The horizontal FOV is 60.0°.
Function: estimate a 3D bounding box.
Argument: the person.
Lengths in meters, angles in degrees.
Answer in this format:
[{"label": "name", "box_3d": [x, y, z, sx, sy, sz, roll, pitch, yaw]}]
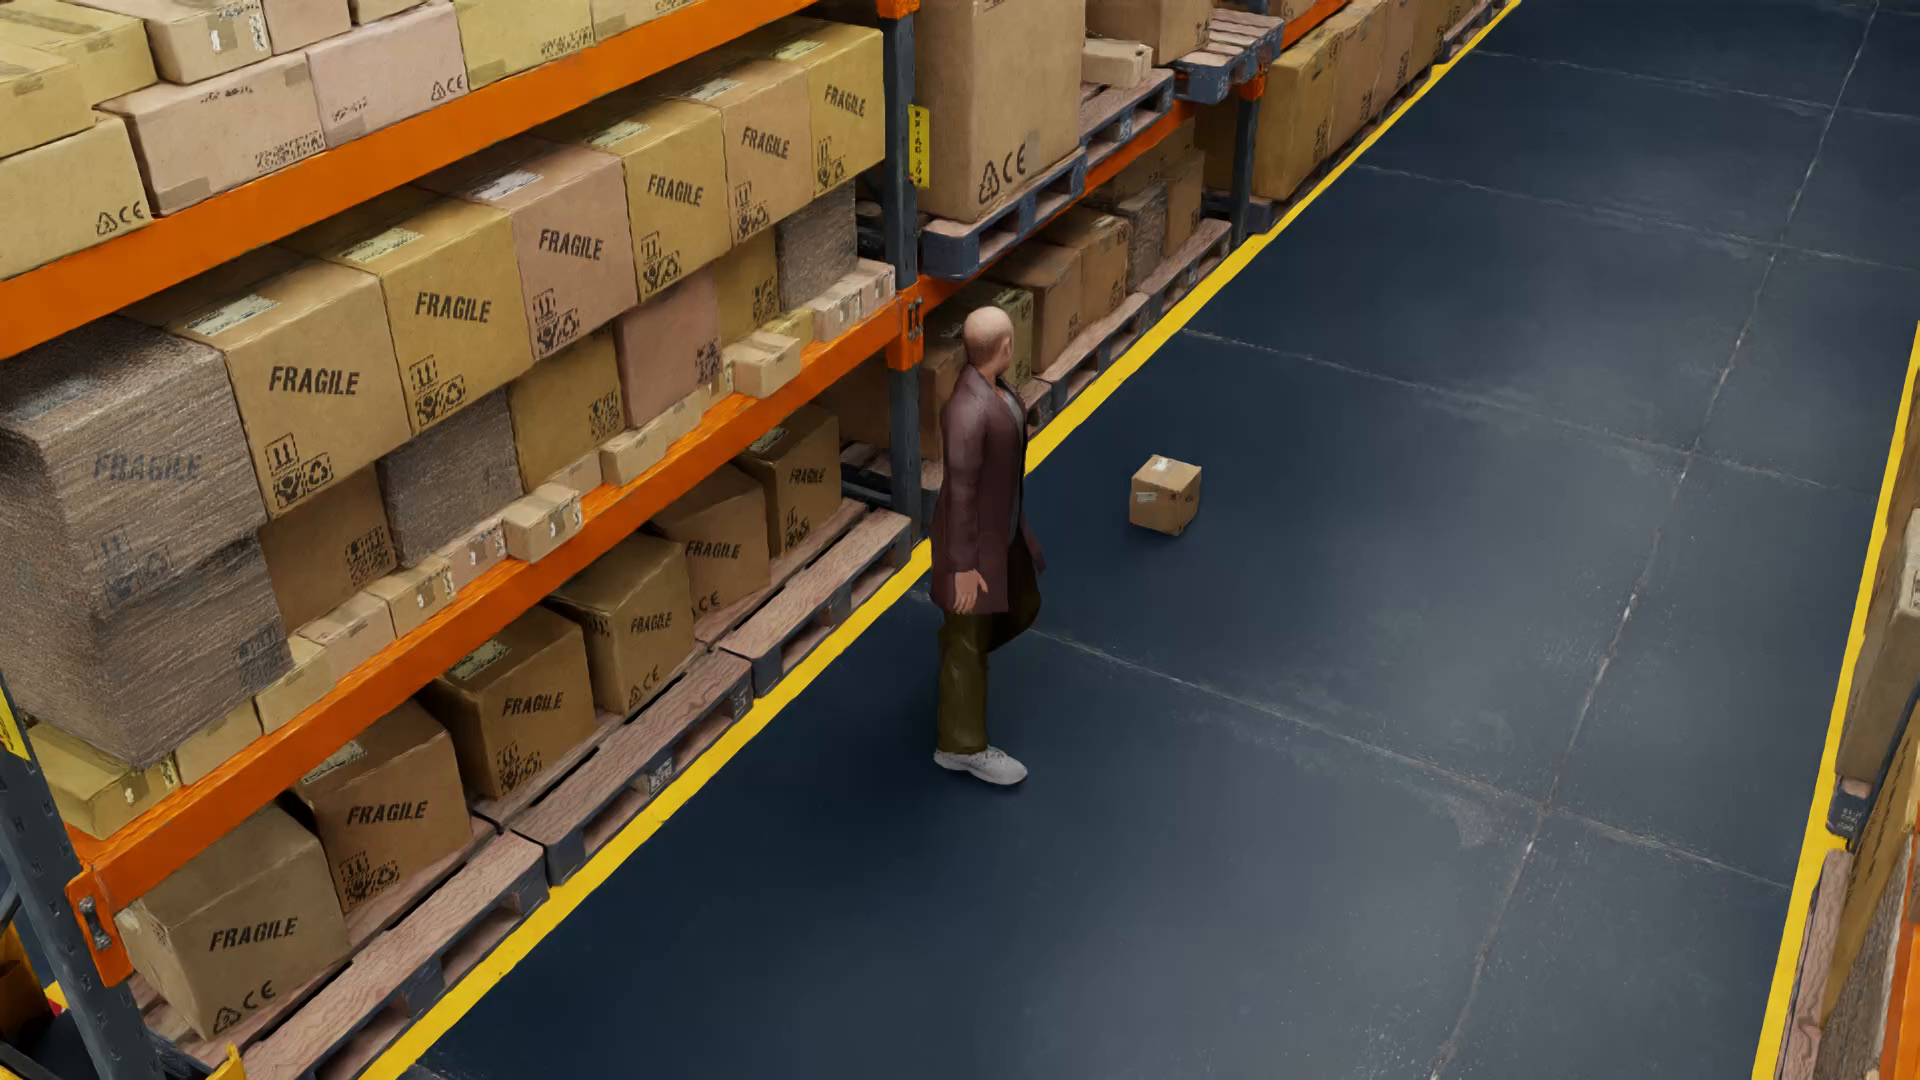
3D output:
[{"label": "person", "box_3d": [0.087, 0.001, 6.175, 0.578, 1.741, 0.689, 12, 36, 17]}]
